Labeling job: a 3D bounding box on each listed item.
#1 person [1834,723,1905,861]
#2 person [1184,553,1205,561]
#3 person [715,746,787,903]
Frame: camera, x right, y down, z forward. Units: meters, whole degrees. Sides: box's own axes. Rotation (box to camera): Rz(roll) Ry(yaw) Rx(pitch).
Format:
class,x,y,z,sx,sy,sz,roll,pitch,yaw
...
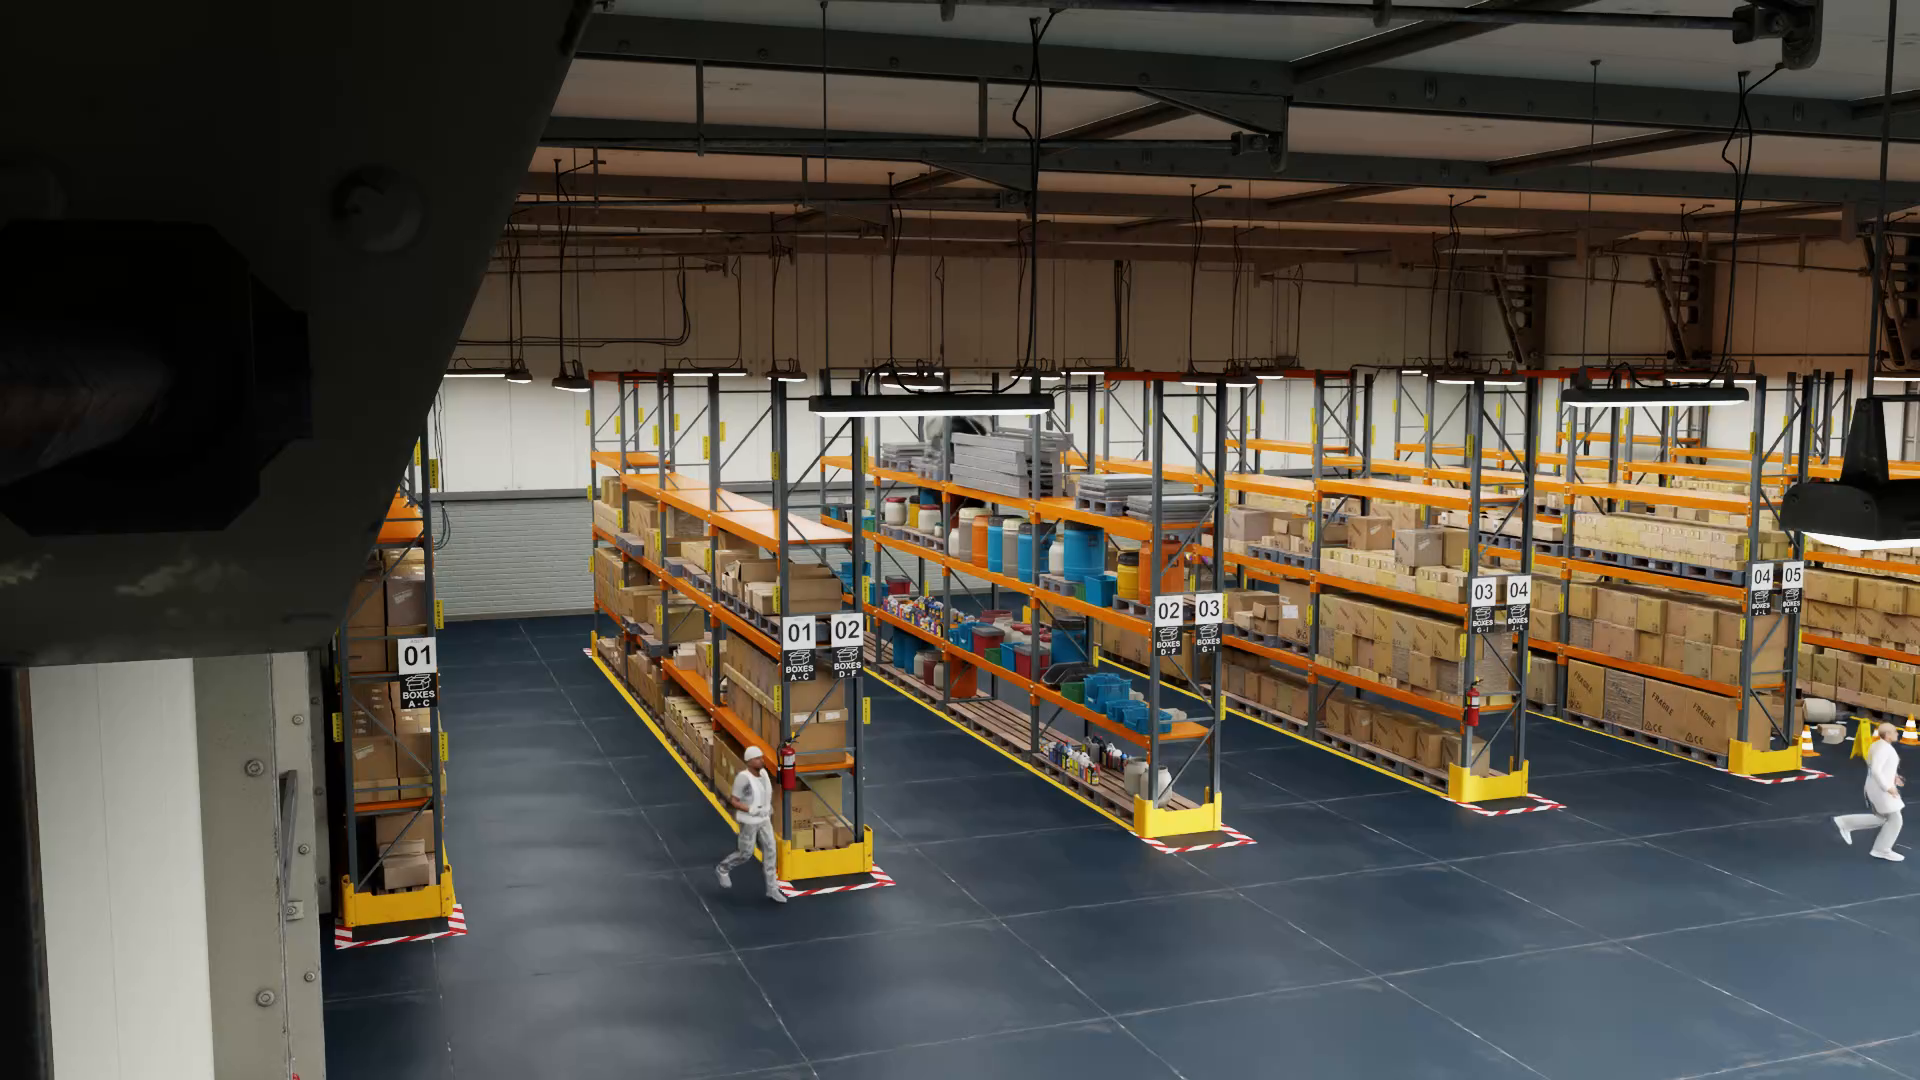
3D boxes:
class,x,y,z,sx,sy,sz,roll,pitch,yaw
person,11.484,3.129,20.920,0.797,1.607,0.695,2,7,20
person,5.691,0.932,40.744,0.752,1.724,0.732,6,9,42
person,-2.398,3.282,19.372,1.005,1.781,0.716,4,7,32
